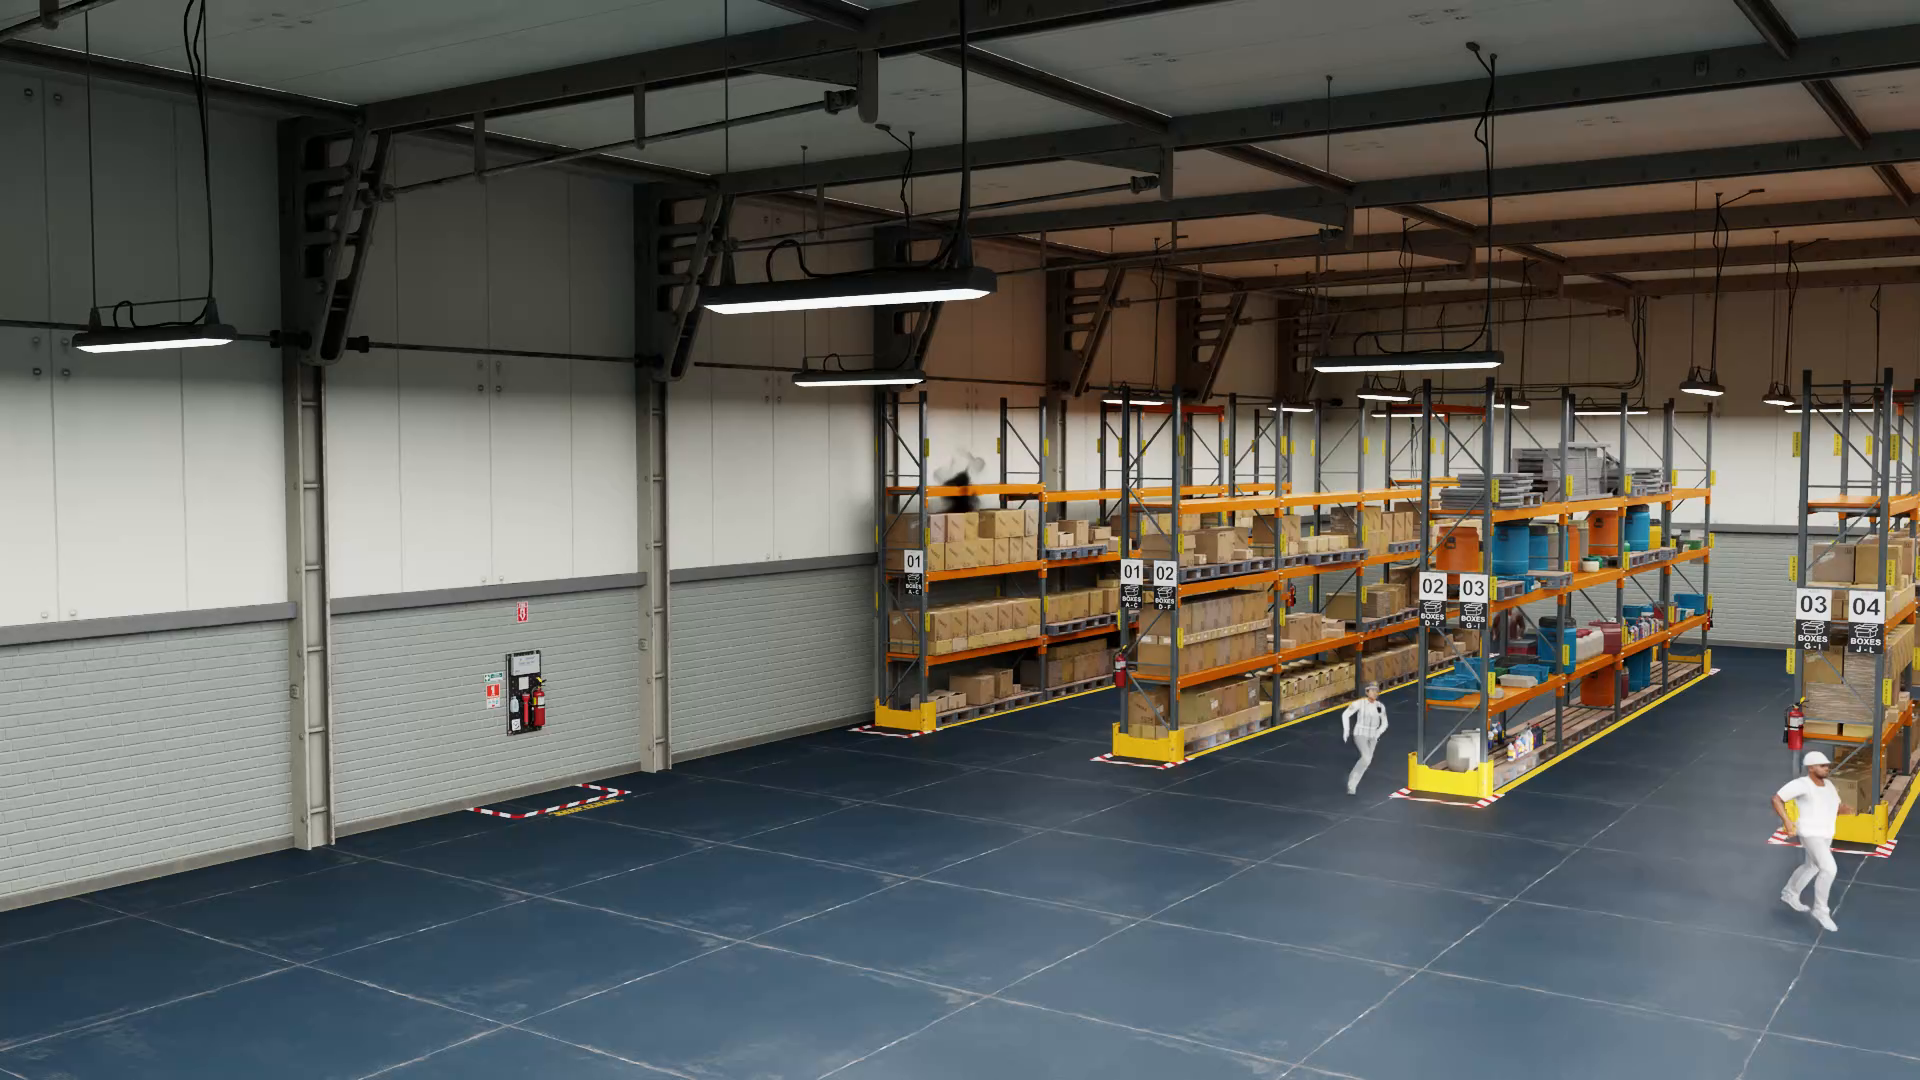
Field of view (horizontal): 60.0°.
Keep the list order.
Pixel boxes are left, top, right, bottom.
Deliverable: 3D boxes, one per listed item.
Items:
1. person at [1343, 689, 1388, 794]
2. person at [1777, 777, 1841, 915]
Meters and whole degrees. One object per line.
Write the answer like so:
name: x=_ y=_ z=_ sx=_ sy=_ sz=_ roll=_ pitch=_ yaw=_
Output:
person: x=5.883 y=2.873 z=23.933 sx=0.606 sy=1.580 sz=0.577 roll=0 pitch=3 yaw=-9
person: x=9.001 y=3.200 z=17.589 sx=0.645 sy=1.378 sz=0.687 roll=-2 pitch=4 yaw=-31
